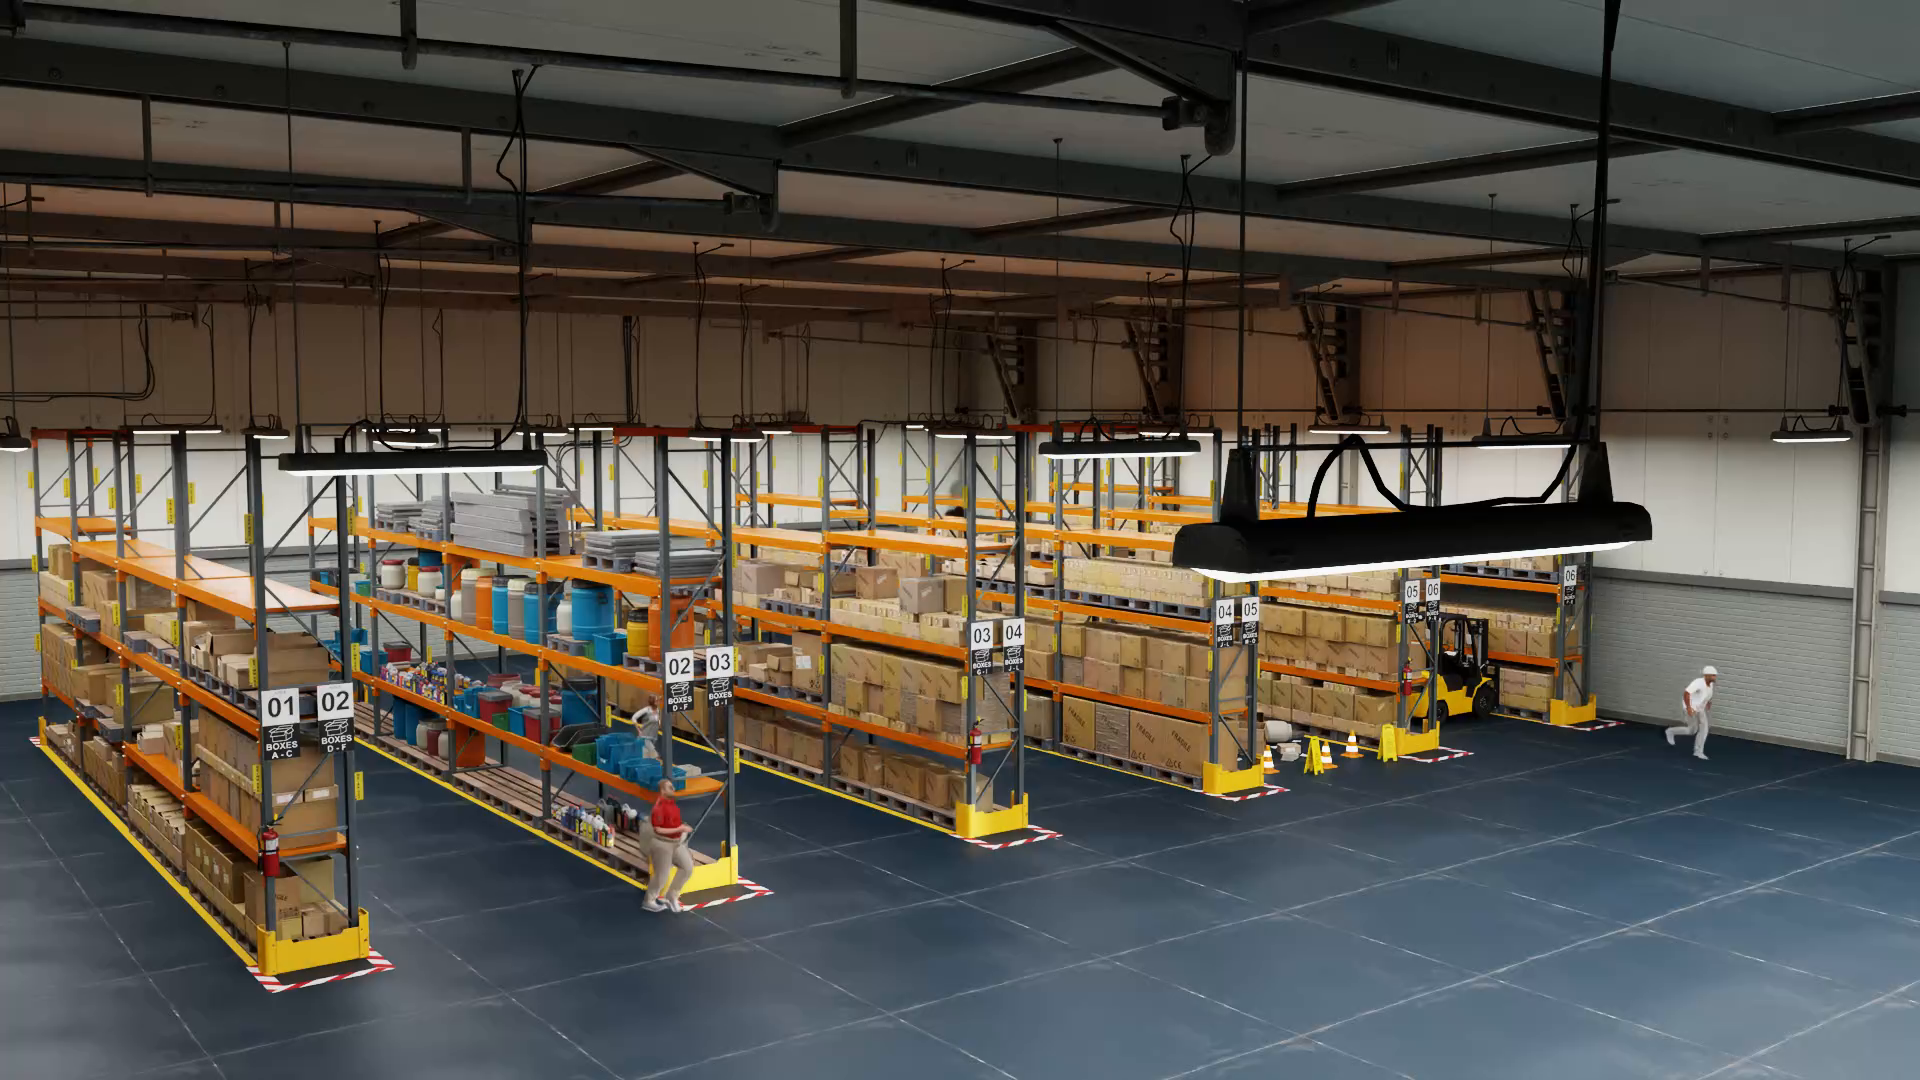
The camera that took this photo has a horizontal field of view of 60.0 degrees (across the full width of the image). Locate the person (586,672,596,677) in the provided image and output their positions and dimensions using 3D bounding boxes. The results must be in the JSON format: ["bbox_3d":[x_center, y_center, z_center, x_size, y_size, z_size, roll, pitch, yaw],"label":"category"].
[{"bbox_3d":[-6.692,3.159,29.877,0.778,1.610,0.607,4,6,44],"label":"person"}]

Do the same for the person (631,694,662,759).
[{"bbox_3d":[-5.257,3.355,27.915,0.805,1.602,0.550,3,6,37],"label":"person"}]

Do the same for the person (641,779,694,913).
[{"bbox_3d":[-3.639,3.856,20.797,0.736,1.761,0.638,1,5,15],"label":"person"}]

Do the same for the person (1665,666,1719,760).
[{"bbox_3d":[13.389,3.123,30.405,0.701,1.708,0.942,-4,6,-44],"label":"person"}]
